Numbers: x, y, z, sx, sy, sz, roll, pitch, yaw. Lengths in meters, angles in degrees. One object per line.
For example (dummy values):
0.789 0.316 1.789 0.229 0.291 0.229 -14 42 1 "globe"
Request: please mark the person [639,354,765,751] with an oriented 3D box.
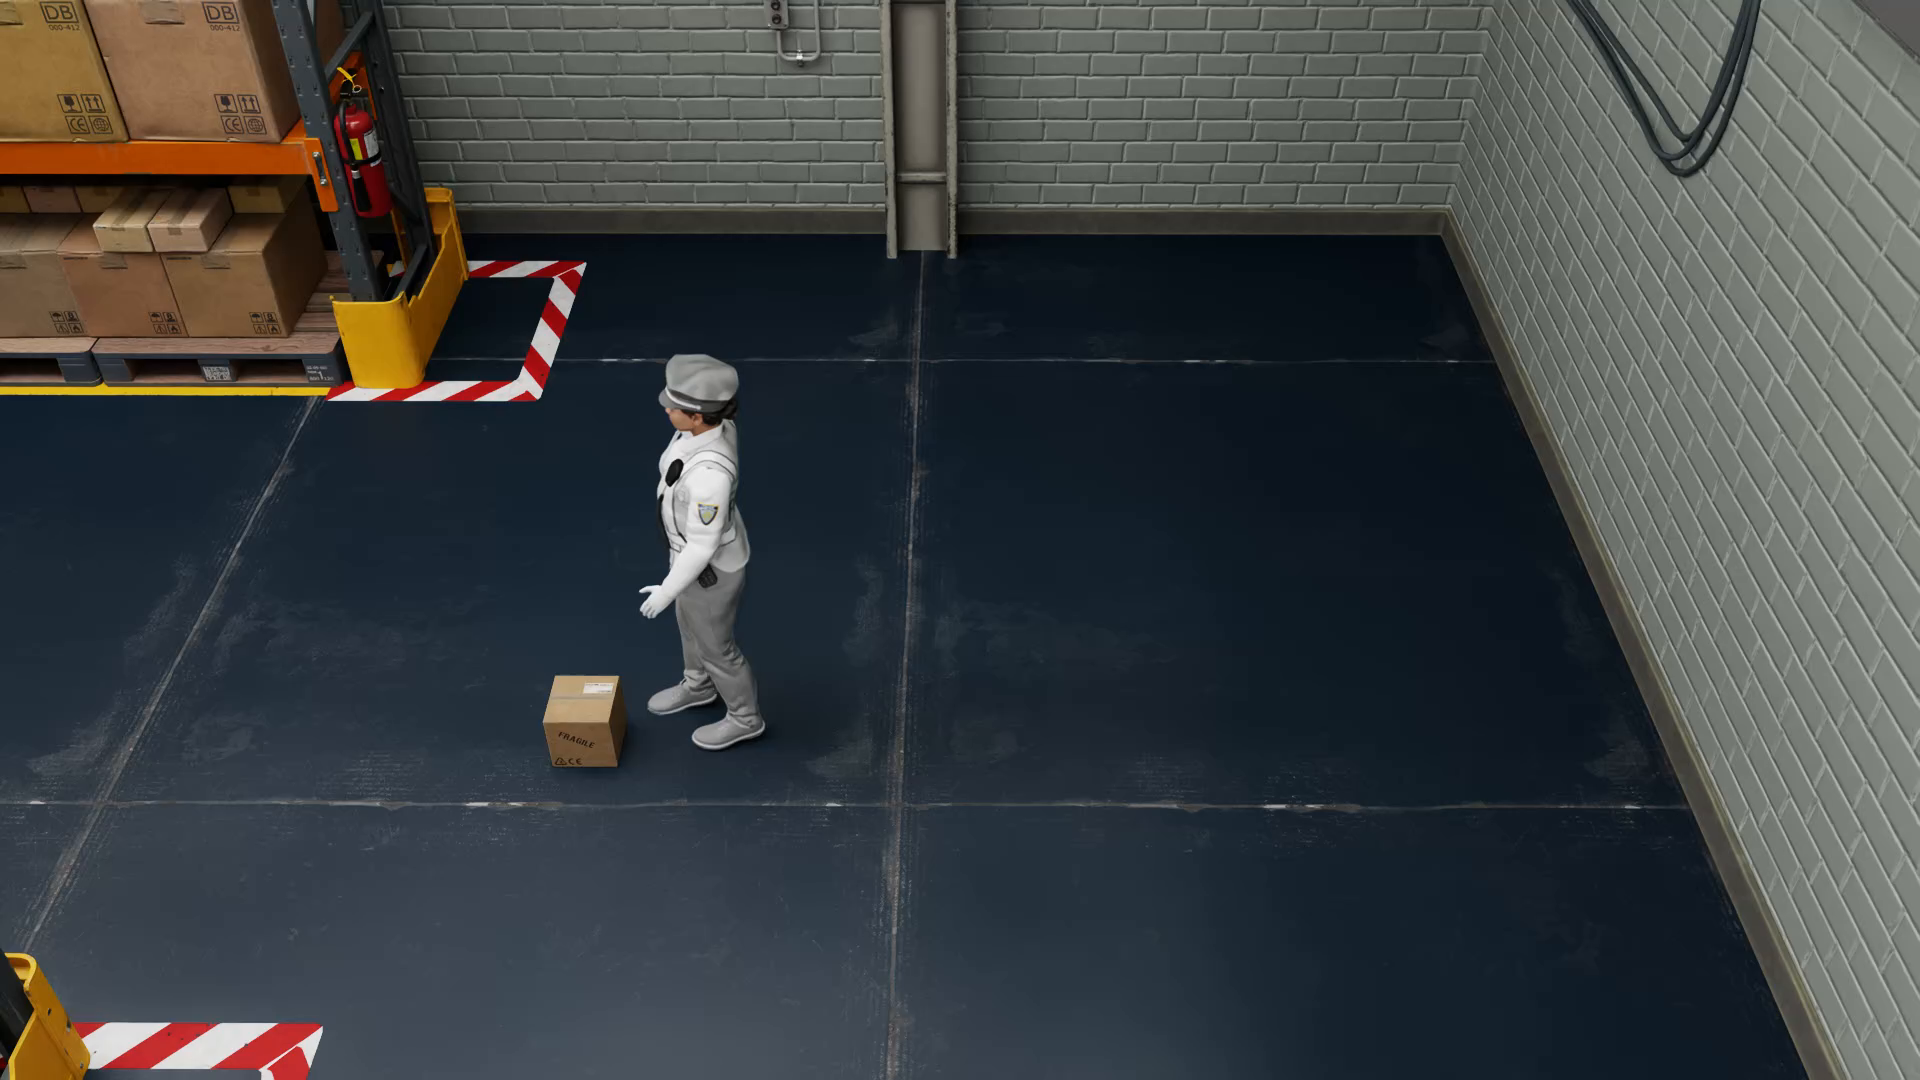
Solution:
-0.985 0.084 6.042 0.493 1.702 0.538 -6 40 -7 "person"
